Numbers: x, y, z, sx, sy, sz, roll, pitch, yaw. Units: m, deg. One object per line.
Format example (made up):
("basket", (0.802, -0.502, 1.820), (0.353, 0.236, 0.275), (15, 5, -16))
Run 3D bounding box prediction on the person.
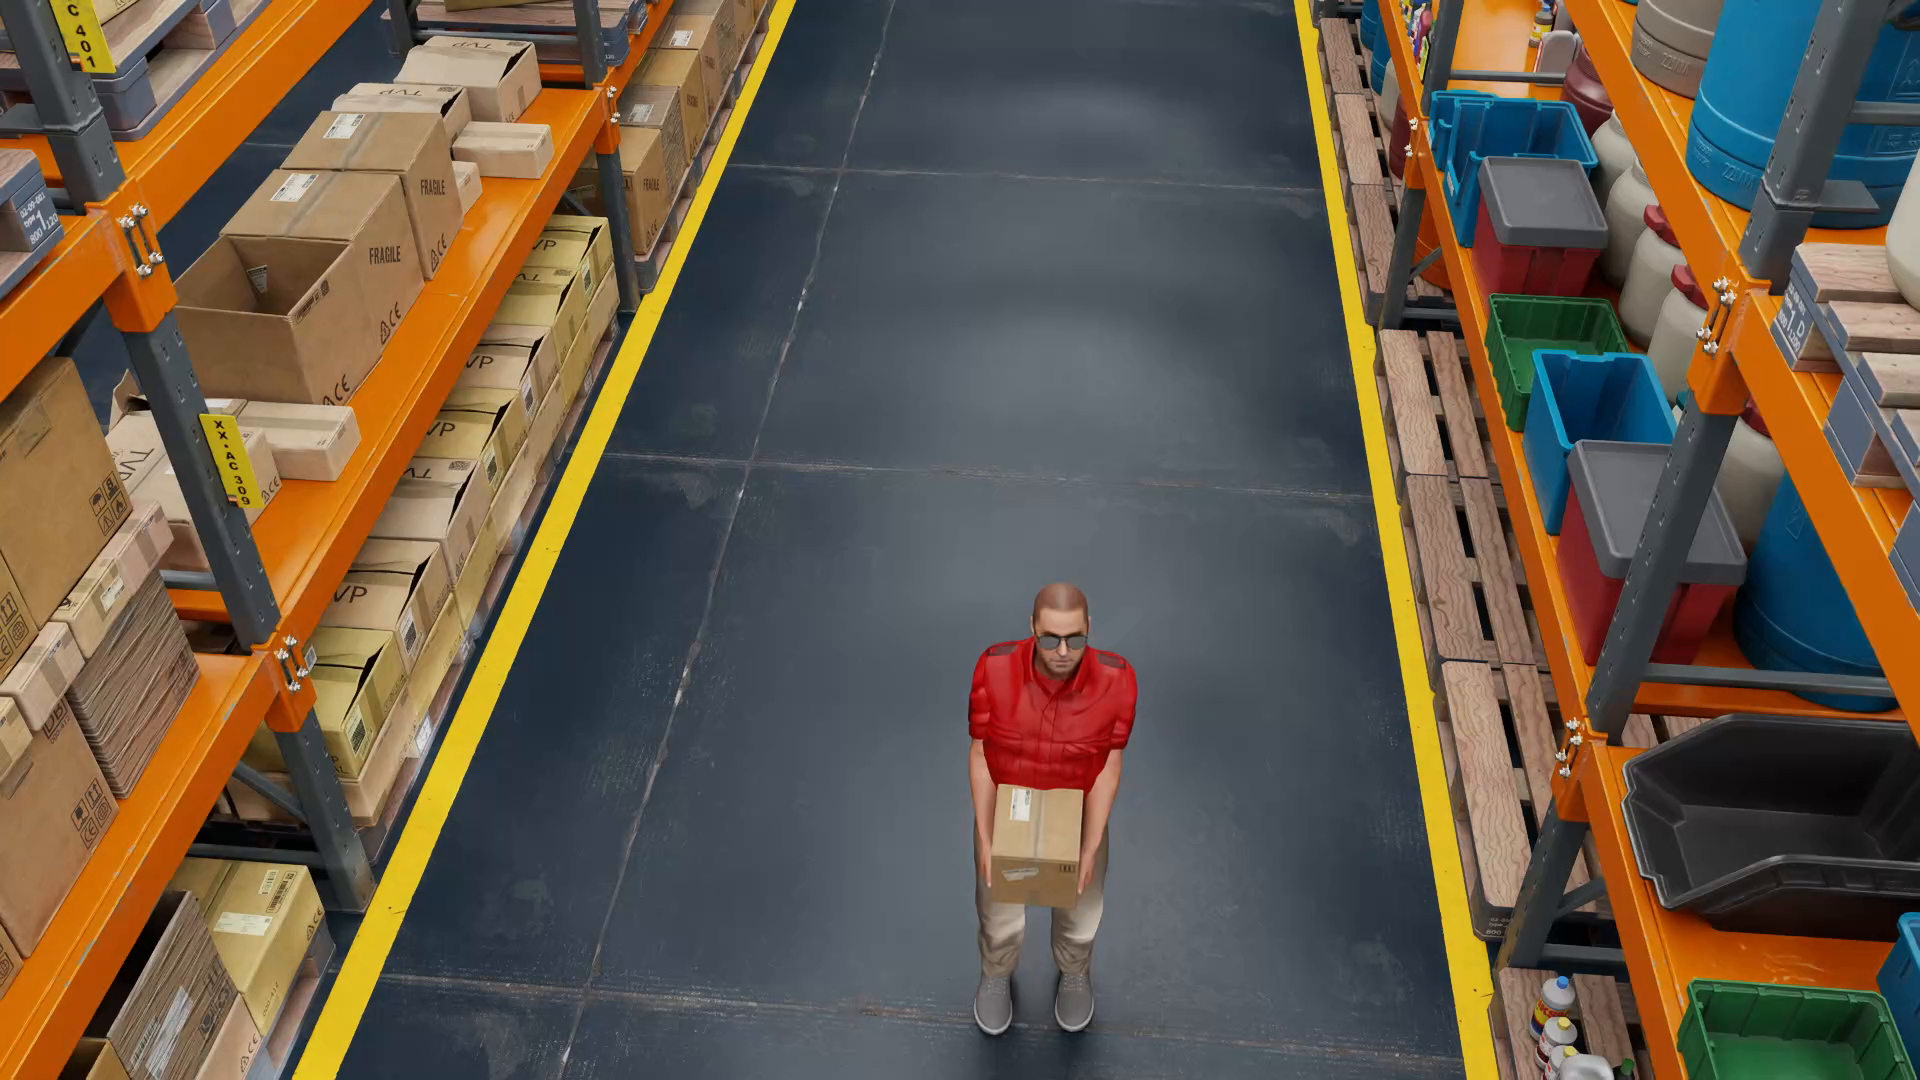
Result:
("person", (0.257, 0.885, 5.102), (0.524, 1.730, 0.507), (3, 40, 3))
